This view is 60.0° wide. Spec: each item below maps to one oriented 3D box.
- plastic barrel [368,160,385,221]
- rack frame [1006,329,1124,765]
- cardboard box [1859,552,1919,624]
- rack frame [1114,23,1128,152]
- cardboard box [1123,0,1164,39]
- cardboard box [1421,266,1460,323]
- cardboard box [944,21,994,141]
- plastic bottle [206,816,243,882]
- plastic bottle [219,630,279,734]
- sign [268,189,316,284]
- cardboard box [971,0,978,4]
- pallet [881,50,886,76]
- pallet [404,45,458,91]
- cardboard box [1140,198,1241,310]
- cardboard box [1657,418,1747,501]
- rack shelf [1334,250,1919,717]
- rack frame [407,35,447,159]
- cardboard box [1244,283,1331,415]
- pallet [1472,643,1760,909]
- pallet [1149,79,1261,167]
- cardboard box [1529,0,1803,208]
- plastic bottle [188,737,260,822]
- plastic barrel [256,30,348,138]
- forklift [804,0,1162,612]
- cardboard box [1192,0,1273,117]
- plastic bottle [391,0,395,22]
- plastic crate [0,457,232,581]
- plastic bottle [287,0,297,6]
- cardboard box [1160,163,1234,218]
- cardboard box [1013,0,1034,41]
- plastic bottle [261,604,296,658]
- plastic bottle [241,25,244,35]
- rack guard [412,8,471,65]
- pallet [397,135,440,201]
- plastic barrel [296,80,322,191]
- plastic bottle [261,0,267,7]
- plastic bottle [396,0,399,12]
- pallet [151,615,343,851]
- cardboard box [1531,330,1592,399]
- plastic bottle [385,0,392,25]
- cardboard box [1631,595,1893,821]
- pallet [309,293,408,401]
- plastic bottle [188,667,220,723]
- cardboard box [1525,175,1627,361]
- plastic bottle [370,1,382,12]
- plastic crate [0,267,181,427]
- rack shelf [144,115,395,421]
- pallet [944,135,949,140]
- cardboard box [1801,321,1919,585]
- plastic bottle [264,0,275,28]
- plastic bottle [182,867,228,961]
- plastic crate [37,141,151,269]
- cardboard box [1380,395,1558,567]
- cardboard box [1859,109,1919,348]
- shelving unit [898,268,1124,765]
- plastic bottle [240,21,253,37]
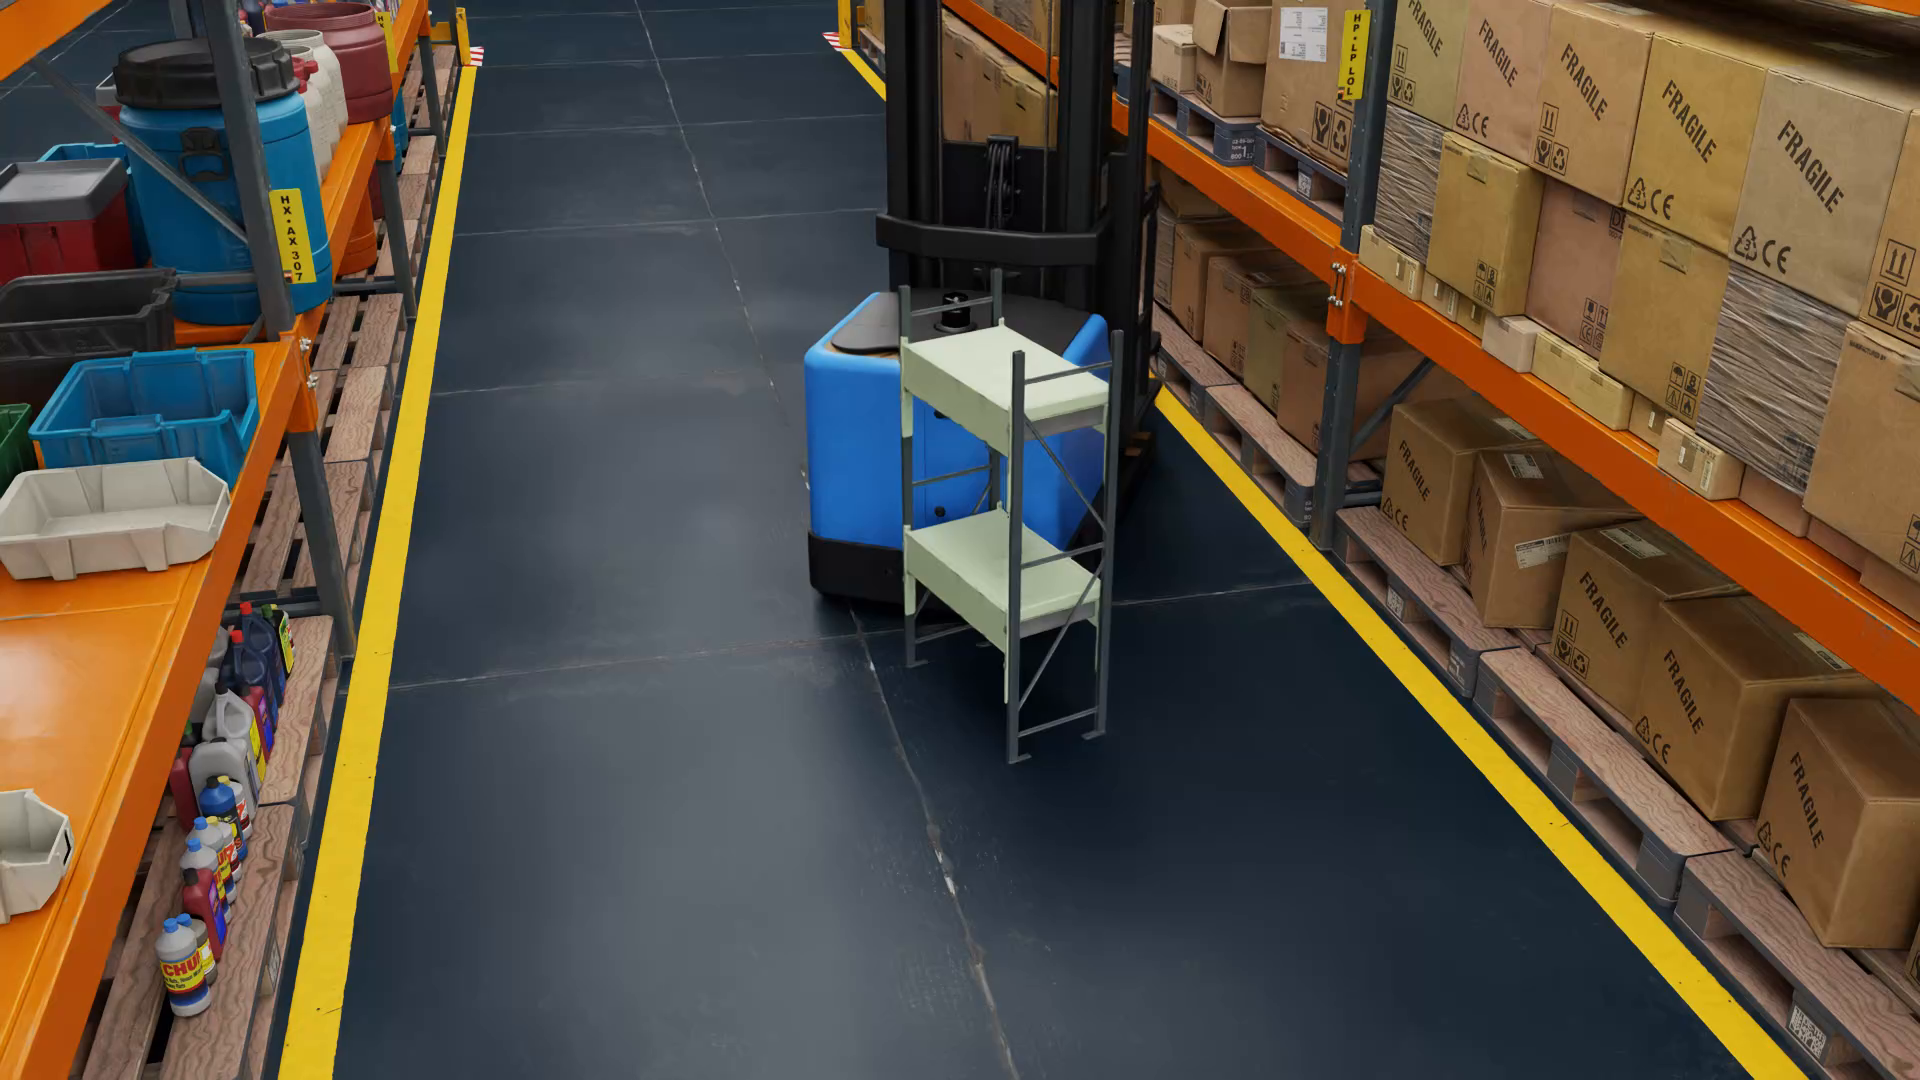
[{"bbox_3d":[-4.091,-2.433,10.951,0.600,0.588,0.708,-6,27,-12],"label":"plastic barrel"},{"bbox_3d":[0.337,0.055,5.476,0.400,1.500,0.023,-15,30,-27],"label":"rack frame"},{"bbox_3d":[2.450,0.079,4.044,0.380,0.149,0.250,-6,27,-12],"label":"cardboard box"},{"bbox_3d":[1.116,-3.116,10.094,1.000,3.000,0.127,-6,27,-12],"label":"rack frame"},{"bbox_3d":[1.276,-3.115,9.515,0.500,0.500,0.500,-9,28,-18],"label":"cardboard box"},{"bbox_3d":[1.899,-0.905,5.992,0.380,0.149,0.250,-6,27,-12],"label":"cardboard box"},{"bbox_3d":[0.580,-3.440,12.628,1.225,0.875,0.875,-7,28,-13],"label":"cardboard box"},{"bbox_3d":[-2.134,0.887,4.782,0.097,0.201,0.097,0,27,0],"label":"plastic bottle"},{"bbox_3d":[-2.339,0.467,5.447,0.144,0.351,0.185,-7,28,-14],"label":"plastic bottle"},{"bbox_3d":[-2.270,-1.031,5.657,0.100,0.325,0.005,-6,27,-12],"label":"sign"},{"bbox_3d":[0.301,-4.249,12.228,0.500,0.500,0.500,-7,28,-13],"label":"cardboard box"},{"bbox_3d":[-0.159,-4.505,15.942,1.003,0.211,1.213,-6,27,-12],"label":"pallet"},{"bbox_3d":[-5.365,-4.514,15.959,1.003,0.211,1.213,-6,27,-12],"label":"pallet"},{"bbox_3d":[1.424,-1.662,9.500,0.700,0.500,0.500,-8,28,-16],"label":"cardboard box"},{"bbox_3d":[2.213,-0.244,4.682,0.380,0.149,0.250,-6,27,-12],"label":"cardboard box"},{"bbox_3d":[2.468,-0.161,5.038,1.077,0.370,4.000,-6,27,-12],"label":"rack shelf"},{"bbox_3d":[-4.611,-4.369,12.577,1.000,3.000,0.127,-6,27,-12],"label":"rack frame"},{"bbox_3d":[1.811,-0.923,8.036,0.700,0.500,0.500,-6,27,-12],"label":"cardboard box"},{"bbox_3d":[2.481,0.713,5.603,1.003,0.211,1.213,-6,27,-12],"label":"pallet"},{"bbox_3d":[1.602,-2.165,8.424,1.003,0.211,1.213,-6,27,-12],"label":"pallet"},{"bbox_3d":[2.097,-1.321,4.988,0.500,0.500,0.500,-6,27,-12],"label":"cardboard box"},{"bbox_3d":[-2.234,0.714,5.041,0.152,0.276,0.135,-5,27,-11],"label":"plastic bottle"},{"bbox_3d":[-3.270,-2.233,8.221,0.421,0.512,0.421,0,27,0],"label":"plastic barrel"},{"bbox_3d":[0.313,-1.627,7.222,1.130,2.935,3.031,8,28,15],"label":"forklift"},{"bbox_3d":[1.536,-2.345,7.986,0.797,0.503,0.637,-3,27,-6],"label":"cardboard box"},{"bbox_3d":[-3.929,-3.651,11.375,0.097,0.201,0.097,0,27,0],"label":"plastic bottle"},{"bbox_3d":[-2.196,-0.052,4.317,0.530,0.136,0.437,-6,27,-12],"label":"plastic crate"},{"bbox_3d":[-4.500,-3.551,11.176,0.097,0.201,0.097,0,27,0],"label":"plastic bottle"},{"bbox_3d":[1.425,-2.008,9.353,0.500,0.250,0.500,-3,27,-6],"label":"cardboard box"},{"bbox_3d":[0.656,-3.571,10.886,0.500,0.500,0.500,-6,27,-12],"label":"cardboard box"},{"bbox_3d":[-2.423,0.324,5.897,0.097,0.201,0.097,0,27,0],"label":"plastic bottle"},{"bbox_3d":[-4.365,-3.014,10.036,0.097,0.271,0.097,0,27,0],"label":"plastic bottle"},{"bbox_3d":[-5.531,-5.018,16.637,1.175,0.500,0.348,-6,27,-12],"label":"rack guard"},{"bbox_3d":[-4.478,-2.781,12.525,1.003,0.211,1.213,-6,27,-12],"label":"pallet"},{"bbox_3d":[-2.976,-1.682,7.102,0.433,0.535,0.433,0,27,0],"label":"plastic barrel"},{"bbox_3d":[-4.541,-3.441,10.792,0.144,0.351,0.185,-6,27,-12],"label":"plastic bottle"},{"bbox_3d":[-4.044,-3.895,11.693,0.144,0.351,0.185,-6,27,-12],"label":"plastic bottle"},{"bbox_3d":[-2.698,0.687,5.654,1.003,0.211,1.213,-6,27,-12],"label":"pallet"},{"bbox_3d":[2.078,-0.576,5.342,0.380,0.149,0.250,-6,27,-12],"label":"cardboard box"},{"bbox_3d":[-3.832,-3.537,11.058,0.061,0.283,0.133,-6,27,-12],"label":"plastic bottle"},{"bbox_3d":[2.503,0.513,5.212,0.500,0.500,0.500,-3,27,-7],"label":"cardboard box"},{"bbox_3d":[-3.573,-1.024,9.044,1.003,0.211,1.213,-6,27,-12],"label":"pallet"},{"bbox_3d":[-2.478,0.527,5.412,0.152,0.276,0.135,-6,27,-12],"label":"plastic bottle"},{"bbox_3d":[2.347,-0.901,5.265,0.875,0.500,0.500,-6,27,-12],"label":"cardboard box"},{"bbox_3d":[-3.752,-3.339,10.679,0.097,0.271,0.097,0,27,0],"label":"plastic bottle"},{"bbox_3d":[-2.814,-0.586,5.152,0.767,0.338,0.504,-6,27,-12],"label":"plastic crate"},{"bbox_3d":[-3.259,-1.414,7.520,1.077,0.370,4.000,-6,27,-12],"label":"rack shelf"},{"bbox_3d":[0.461,-3.296,13.545,1.003,0.211,1.213,-6,27,-12],"label":"pallet"},{"bbox_3d":[2.592,-0.233,3.941,0.875,0.500,0.500,-6,27,-12],"label":"cardboard box"},{"bbox_3d":[-4.376,-3.292,10.574,0.061,0.283,0.133,-6,27,-12],"label":"plastic bottle"},{"bbox_3d":[-2.045,0.987,4.493,0.061,0.283,0.133,-5,27,-11],"label":"plastic bottle"},{"bbox_3d":[-3.360,-1.302,6.519,0.392,0.384,0.575,-6,27,-12],"label":"plastic crate"},{"bbox_3d":[2.068,-0.252,6.728,0.500,0.500,0.500,-7,28,-13],"label":"cardboard box"},{"bbox_3d":[2.435,-0.663,3.683,0.500,0.500,0.500,-6,27,-12],"label":"cardboard box"},{"bbox_3d":[0.153,-0.087,5.759,0.431,1.500,0.755,-15,30,-27],"label":"shelving unit"},{"bbox_3d":[-4.431,-3.111,10.306,0.097,0.201,0.097,0,27,0],"label":"plastic bottle"}]
